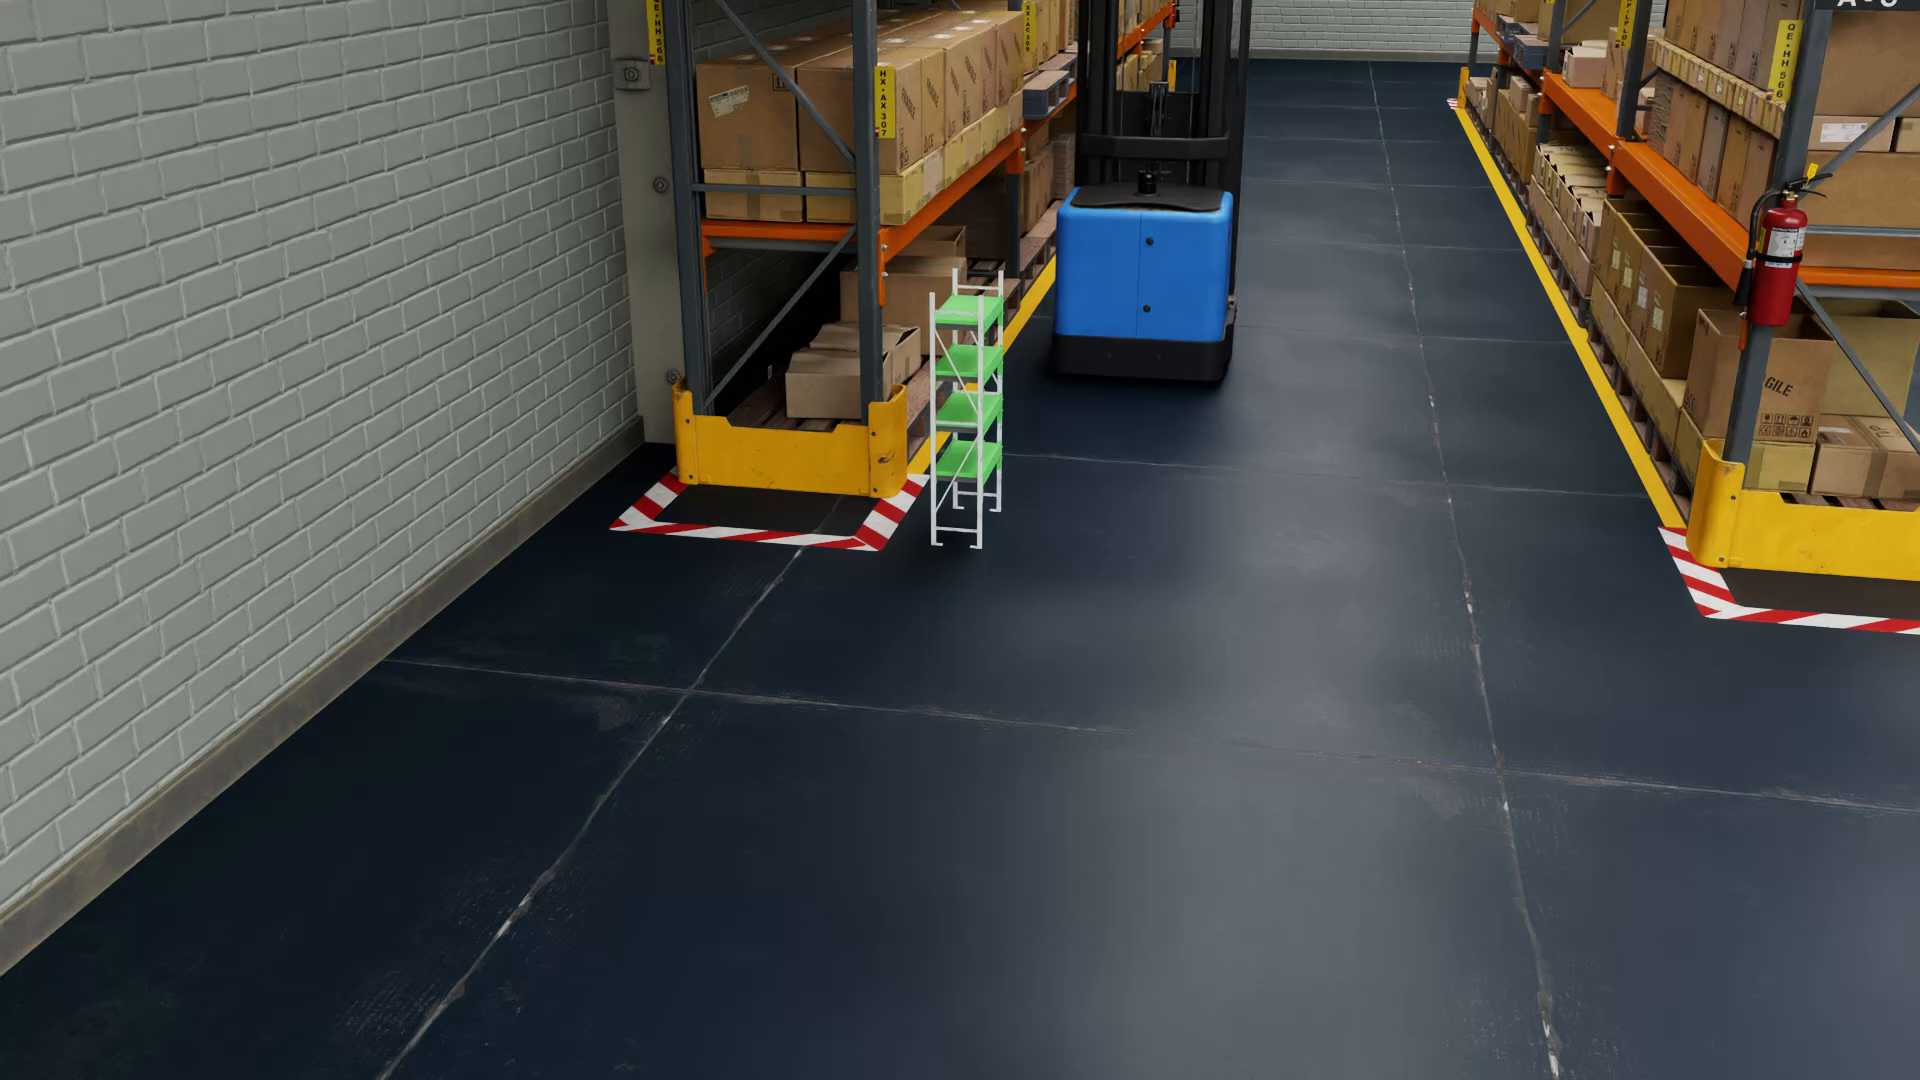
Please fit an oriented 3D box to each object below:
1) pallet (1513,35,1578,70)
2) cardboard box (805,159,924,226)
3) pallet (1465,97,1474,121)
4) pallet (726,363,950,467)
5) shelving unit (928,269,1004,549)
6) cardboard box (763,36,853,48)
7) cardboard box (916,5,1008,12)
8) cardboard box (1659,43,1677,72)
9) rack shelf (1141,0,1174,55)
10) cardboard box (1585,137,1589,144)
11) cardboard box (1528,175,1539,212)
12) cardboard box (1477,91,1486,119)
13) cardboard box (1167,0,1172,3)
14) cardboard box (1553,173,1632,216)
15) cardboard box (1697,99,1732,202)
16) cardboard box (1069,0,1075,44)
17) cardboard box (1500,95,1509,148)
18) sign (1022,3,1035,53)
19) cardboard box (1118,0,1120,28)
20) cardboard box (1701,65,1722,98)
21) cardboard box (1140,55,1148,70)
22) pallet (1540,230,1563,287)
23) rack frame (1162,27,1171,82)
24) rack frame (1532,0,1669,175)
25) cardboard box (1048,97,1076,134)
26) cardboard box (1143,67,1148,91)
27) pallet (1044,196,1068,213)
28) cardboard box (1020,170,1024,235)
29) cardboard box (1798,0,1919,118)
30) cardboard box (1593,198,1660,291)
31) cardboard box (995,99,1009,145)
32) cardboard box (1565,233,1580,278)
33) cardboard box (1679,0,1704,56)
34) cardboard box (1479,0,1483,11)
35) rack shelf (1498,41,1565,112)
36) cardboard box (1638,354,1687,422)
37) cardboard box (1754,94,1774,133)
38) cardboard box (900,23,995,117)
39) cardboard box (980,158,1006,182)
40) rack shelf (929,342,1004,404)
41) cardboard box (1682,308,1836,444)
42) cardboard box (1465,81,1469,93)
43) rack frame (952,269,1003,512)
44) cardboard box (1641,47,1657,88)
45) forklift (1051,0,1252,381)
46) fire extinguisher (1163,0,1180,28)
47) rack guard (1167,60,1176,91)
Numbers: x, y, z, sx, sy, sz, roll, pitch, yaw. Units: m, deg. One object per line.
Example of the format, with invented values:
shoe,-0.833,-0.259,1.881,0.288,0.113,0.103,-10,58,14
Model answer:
pallet,5.667,-4.391,14.998,1.213,0.211,1.003,4,22,11
cardboard box,-0.474,-1.771,8.410,0.500,0.250,0.500,4,22,9
pallet,7.053,-5.539,21.326,1.003,0.211,1.213,4,22,11
pallet,-0.669,-0.706,9.324,1.003,0.211,1.213,4,22,11
shelving unit,0.034,-0.617,7.780,0.258,1.200,0.503,4,22,11
cardboard box,-0.783,-2.526,9.281,0.500,0.500,0.500,4,22,9
cardboard box,0.069,-3.574,11.990,0.700,0.500,0.500,5,22,11
cardboard box,4.486,-2.936,10.126,0.380,0.149,0.250,5,22,12
rack shelf,1.972,-6.464,20.850,1.077,0.370,4.000,4,22,11
cardboard box,6.072,-3.608,15.554,0.500,0.500,0.500,4,22,9
cardboard box,5.203,-2.977,14.348,0.500,0.250,0.500,4,22,11
cardboard box,6.406,-5.151,19.638,0.500,0.311,0.500,4,22,11
cardboard box,2.286,-7.481,22.011,0.980,0.700,0.700,5,23,13
cardboard box,4.894,-2.670,12.835,0.500,0.311,0.500,4,22,10
cardboard box,4.386,-2.083,8.878,0.700,0.500,0.500,5,23,13
cardboard box,0.661,-4.681,14.738,0.700,0.500,0.500,2,22,5
cardboard box,5.979,-4.380,17.471,0.500,0.500,0.500,5,22,12
sign,0.464,-3.503,11.377,0.100,0.325,0.005,4,22,11
cardboard box,1.316,-5.327,16.506,0.500,0.500,0.500,4,22,11
cardboard box,4.225,-2.461,8.946,0.380,0.149,0.250,4,22,10
cardboard box,2.065,-5.779,20.103,0.380,0.149,0.250,5,23,13
pallet,5.141,-2.190,13.009,1.003,0.211,1.213,4,22,11
rack frame,2.380,-7.529,22.532,1.000,3.000,0.127,4,22,11
rack frame,5.598,-4.227,14.333,1.000,3.000,0.127,4,22,11
cardboard box,1.026,-4.059,16.233,0.750,0.750,0.750,4,22,10
cardboard box,1.923,-5.550,20.403,0.700,0.500,0.500,4,22,10
pallet,0.587,-3.024,15.079,1.003,0.211,1.213,4,22,11
cardboard box,0.122,-2.648,13.170,0.700,0.500,0.500,4,22,10
cardboard box,4.084,-2.138,7.277,0.700,0.500,0.500,5,22,11
cardboard box,4.380,-1.885,10.634,0.500,0.500,0.500,4,22,11
cardboard box,0.022,-2.702,10.721,0.500,0.250,0.500,5,22,11
cardboard box,4.687,-2.042,12.026,0.500,0.250,0.500,4,22,10
cardboard box,4.595,-3.064,9.576,0.700,0.500,0.500,4,22,11
cardboard box,6.781,-6.868,20.756,0.500,0.500,0.500,4,22,10
rack shelf,6.006,-4.624,16.284,1.077,0.370,4.000,4,22,11
cardboard box,3.976,-0.806,8.957,0.500,0.250,0.500,4,22,11
cardboard box,3.961,-1.992,7.782,0.380,0.149,0.250,4,22,10
cardboard box,-0.072,-2.865,10.122,0.500,0.500,0.500,4,22,9
cardboard box,0.152,-2.964,12.952,0.500,0.250,0.500,4,22,10
rack shelf,0.034,-0.780,7.714,0.258,0.148,0.480,4,22,11
cardboard box,3.784,-0.787,7.907,0.500,0.500,0.500,4,22,11
cardboard box,6.808,-5.907,21.733,0.380,0.149,0.250,4,22,11
rack frame,0.084,-0.706,8.001,0.240,1.200,0.015,4,22,11
cardboard box,5.062,-3.282,11.855,0.500,0.500,0.500,6,23,15
forklift,1.340,-2.838,10.977,1.130,2.935,3.031,4,22,10
fire extinguisher,2.863,-7.340,22.666,0.296,0.674,0.183,4,22,11
rack guard,2.385,-6.378,23.021,1.175,0.500,0.348,4,22,11
